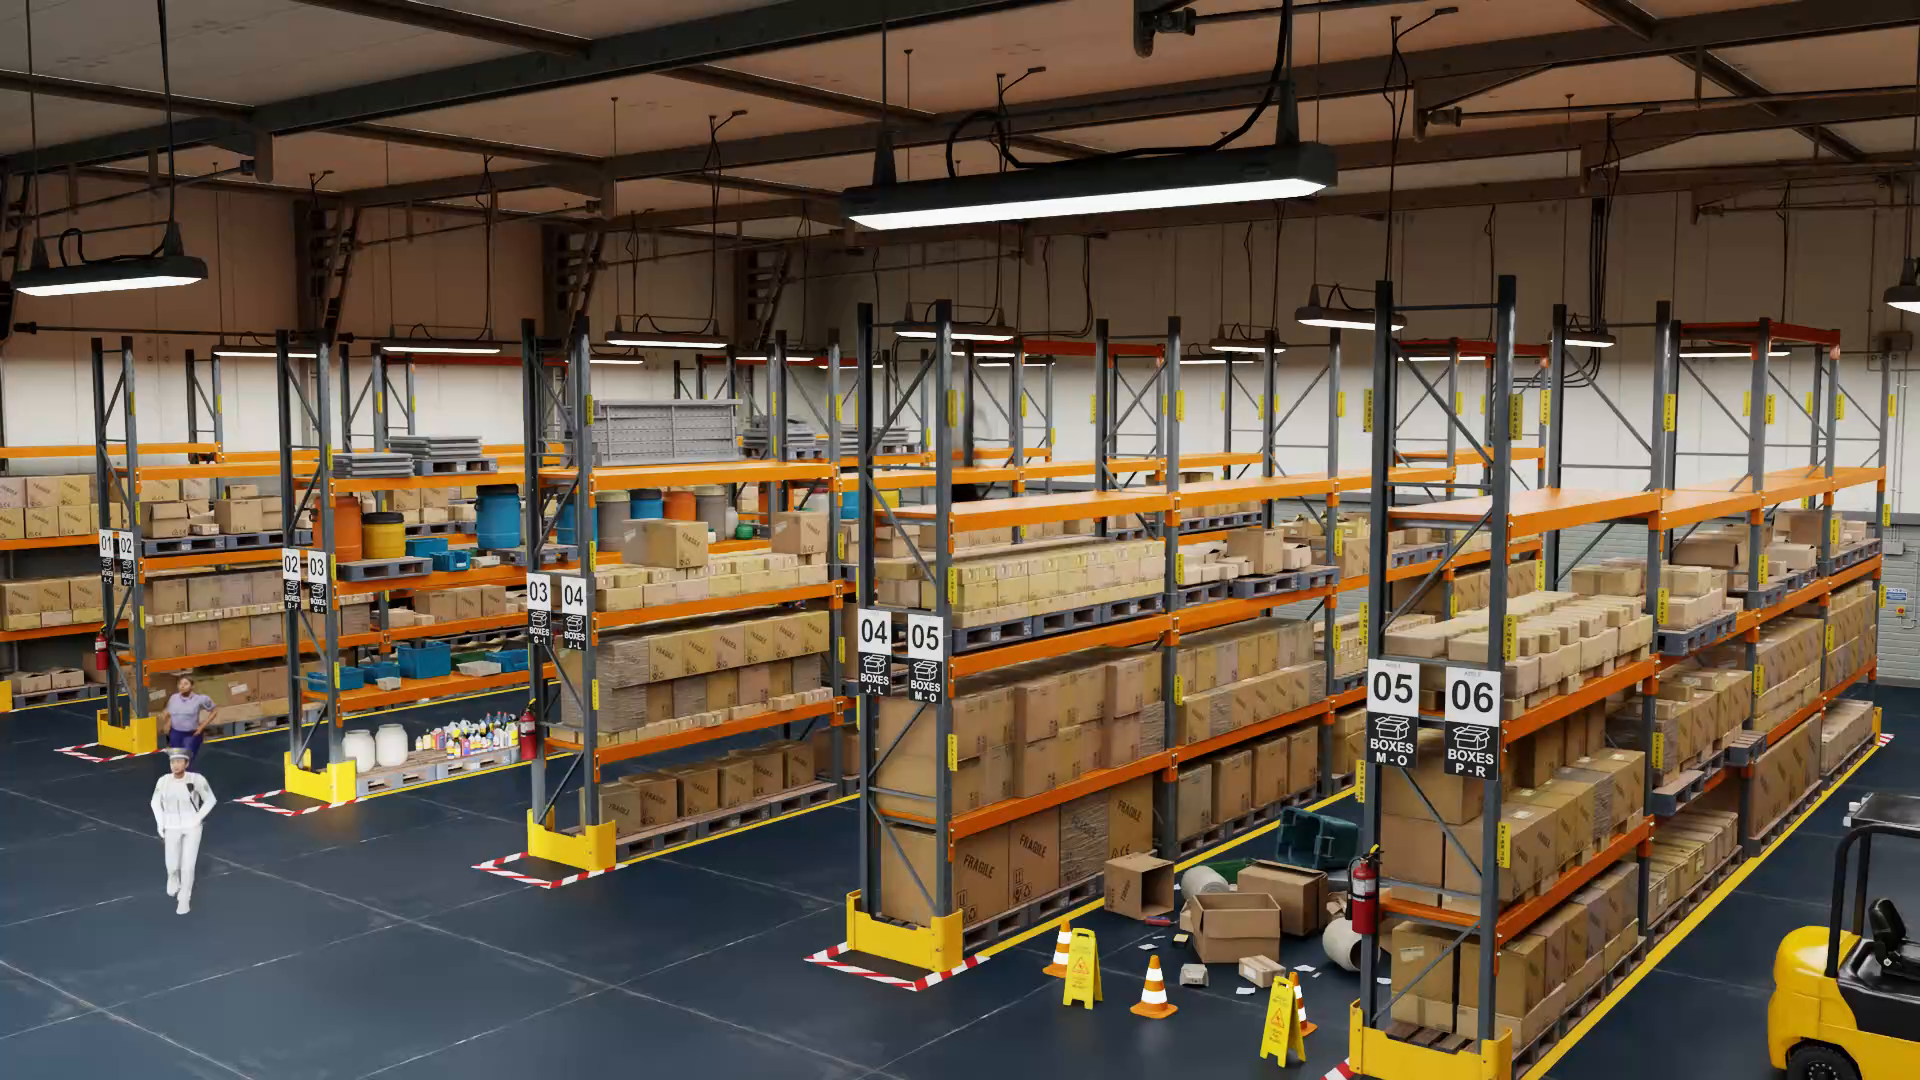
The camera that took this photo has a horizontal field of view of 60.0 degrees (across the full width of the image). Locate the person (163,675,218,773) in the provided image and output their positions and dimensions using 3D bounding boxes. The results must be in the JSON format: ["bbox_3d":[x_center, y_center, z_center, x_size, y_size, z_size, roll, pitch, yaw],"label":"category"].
[{"bbox_3d":[-9.780,2.541,21.048,0.606,1.668,0.664,1,5,6],"label":"person"}]

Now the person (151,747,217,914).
[{"bbox_3d":[-7.803,2.892,16.724,0.610,1.671,0.588,-2,5,-17],"label":"person"}]
